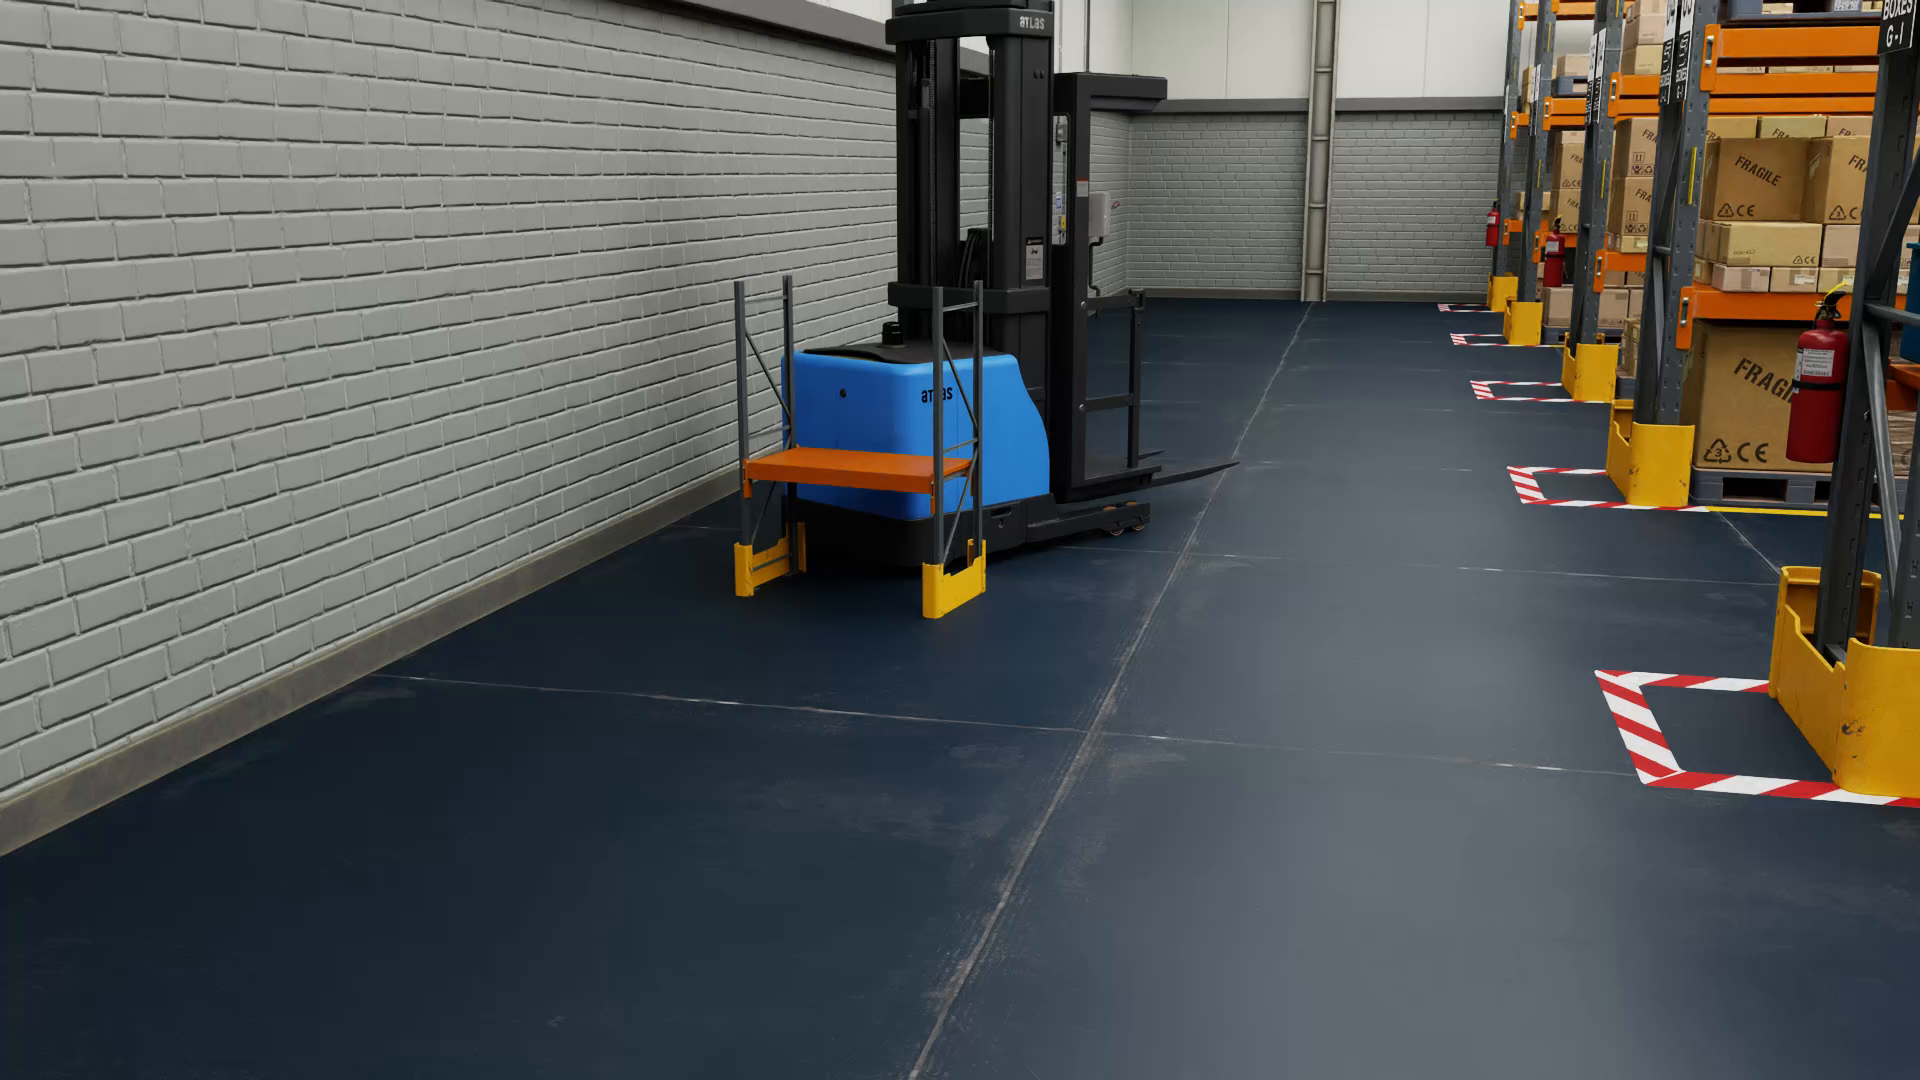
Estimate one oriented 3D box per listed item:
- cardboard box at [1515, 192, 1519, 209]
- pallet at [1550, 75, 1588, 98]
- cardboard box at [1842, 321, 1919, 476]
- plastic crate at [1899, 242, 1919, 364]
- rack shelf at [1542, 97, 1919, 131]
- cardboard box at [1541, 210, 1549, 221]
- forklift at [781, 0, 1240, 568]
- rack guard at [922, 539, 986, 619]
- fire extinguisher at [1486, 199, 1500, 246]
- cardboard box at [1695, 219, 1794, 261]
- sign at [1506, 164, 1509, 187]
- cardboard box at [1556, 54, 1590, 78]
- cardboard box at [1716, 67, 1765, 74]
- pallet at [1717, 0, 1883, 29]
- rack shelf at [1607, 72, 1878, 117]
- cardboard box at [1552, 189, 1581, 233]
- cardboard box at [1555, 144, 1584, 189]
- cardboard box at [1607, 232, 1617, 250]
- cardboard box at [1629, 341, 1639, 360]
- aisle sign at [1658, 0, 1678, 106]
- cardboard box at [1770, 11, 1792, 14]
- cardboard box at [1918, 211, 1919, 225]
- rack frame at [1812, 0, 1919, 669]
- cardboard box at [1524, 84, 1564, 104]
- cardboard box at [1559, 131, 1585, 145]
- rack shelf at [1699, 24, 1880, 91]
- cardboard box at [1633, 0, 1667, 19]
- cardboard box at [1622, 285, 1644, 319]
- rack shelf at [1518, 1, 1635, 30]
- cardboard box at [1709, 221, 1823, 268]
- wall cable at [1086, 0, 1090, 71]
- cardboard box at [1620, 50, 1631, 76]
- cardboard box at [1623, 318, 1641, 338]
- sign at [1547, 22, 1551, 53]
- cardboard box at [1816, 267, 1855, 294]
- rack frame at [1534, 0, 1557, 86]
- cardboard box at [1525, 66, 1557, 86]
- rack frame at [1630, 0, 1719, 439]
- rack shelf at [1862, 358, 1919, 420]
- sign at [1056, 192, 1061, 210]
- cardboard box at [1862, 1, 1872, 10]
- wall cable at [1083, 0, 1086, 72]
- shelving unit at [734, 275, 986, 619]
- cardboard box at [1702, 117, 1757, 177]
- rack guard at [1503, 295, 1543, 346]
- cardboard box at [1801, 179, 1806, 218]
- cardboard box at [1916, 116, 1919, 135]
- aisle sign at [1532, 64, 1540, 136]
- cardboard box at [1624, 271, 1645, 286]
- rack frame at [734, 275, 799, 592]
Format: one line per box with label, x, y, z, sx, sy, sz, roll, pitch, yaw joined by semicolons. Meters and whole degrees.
cardboard box;8.496;-5.020;24.594;0.500;0.250;0.500;3;13;15
pallet;7.523;-5.257;19.282;1.213;0.211;1.003;3;13;14
cardboard box;5.950;-0.892;10.266;0.875;0.875;0.875;3;13;14
plastic crate;3.609;-0.815;5.762;0.499;0.435;0.616;3;13;14
rack shelf;8.742;-4.881;19.046;4.000;0.370;1.077;3;13;14
cardboard box;8.497;-4.715;24.141;0.250;0.149;0.380;3;13;15
forklift;0.444;-1.526;9.343;3.031;2.935;1.130;-12;17;-43
rack guard;-0.024;0.178;7.855;0.087;0.250;0.587;5;14;23
fire extinguisher;7.732;-4.607;24.112;0.183;0.674;0.296;3;13;14
cardboard box;4.960;-1.891;10.490;0.500;0.250;0.500;3;13;13
sign;7.856;-5.225;23.858;0.005;0.325;0.100;3;13;14
cardboard box;7.259;-5.513;19.376;0.500;0.250;0.500;2;13;8
cardboard box;6.597;-4.112;14.262;0.500;0.250;0.500;3;13;15
pallet;5.149;-3.173;9.889;1.213;0.211;1.003;3;13;14
rack shelf;7.654;-3.835;14.331;4.000;0.370;1.077;3;13;14
cardboard box;7.197;-3.836;19.366;0.500;0.500;0.500;3;13;13
cardboard box;7.198;-4.324;19.260;0.500;0.500;0.500;3;13;12
cardboard box;6.097;-2.746;15.264;0.250;0.149;0.380;3;13;14
cardboard box;6.159;-1.703;14.911;0.250;0.149;0.380;4;13;16
aisle sign;4.428;-3.124;10.388;0.004;0.787;0.394;3;13;14
cardboard box;7.071;-4.328;14.083;0.500;0.250;0.500;3;13;14
cardboard box;5.817;-2.093;9.670;0.500;0.500;0.500;3;13;12
rack frame;3.239;-0.747;5.673;0.127;3.000;1.000;3;13;14
cardboard box;8.351;-6.372;23.763;0.500;0.250;0.500;3;13;13
cardboard box;7.079;-4.649;19.226;0.250;0.149;0.380;3;13;15
rack shelf;6.368;-2.798;9.653;4.000;0.370;1.077;3;13;14
cardboard box;5.972;-4.591;14.348;0.250;0.149;0.380;3;13;13
cardboard box;8.355;-2.767;19.727;0.875;0.438;0.875;3;13;15
rack shelf;9.928;-7.388;23.427;4.000;0.370;1.077;3;13;14
cardboard box;4.827;-1.778;9.984;0.500;0.250;0.500;3;13;12
wall cable;2.097;-7.797;23.514;0.133;3.039;2.988;3;13;14
cardboard box;6.217;-4.249;14.881;0.500;0.250;0.500;3;13;12
cardboard box;6.287;-1.955;15.361;0.250;0.149;0.380;3;13;14
sign;6.661;-5.685;18.808;0.005;0.325;0.100;3;13;14
cardboard box;5.190;-1.551;9.881;0.250;0.149;0.380;3;13;12
rack frame;6.800;-6.801;19.111;0.127;3.000;1.000;3;13;14
cardboard box;8.356;-6.621;23.730;0.500;0.250;0.500;3;13;13
rack frame;4.426;-1.788;10.368;0.127;3.000;1.000;3;13;14
rack shelf;5.181;-0.292;5.284;4.000;0.370;1.077;3;13;14
sign;1.249;-4.285;20.997;0.001;0.218;0.327;3;13;14
cardboard box;7.473;-4.504;13.957;0.250;0.149;0.380;4;13;15
wall cable;1.393;-7.195;20.887;0.029;3.000;2.355;3;13;14
shelving unit;-0.480;-0.476;7.915;1.083;1.500;0.587;5;14;23
cardboard box;6.576;-3.404;14.426;0.500;0.500;0.500;3;13;15
rack guard;6.777;-2.653;20.037;0.348;0.500;1.175;3;13;14
cardboard box;7.080;-2.888;14.408;0.500;0.500;0.500;3;13;14
cardboard box;8.078;-3.323;14.061;0.500;0.500;0.500;3;13;15
aisle sign;6.661;-5.084;19.221;0.004;0.787;0.394;3;13;14
cardboard box;9.867;-3.748;24.004;0.500;0.500;0.500;3;13;15
rack frame;-0.938;-0.519;8.111;0.032;1.500;0.500;5;14;23
